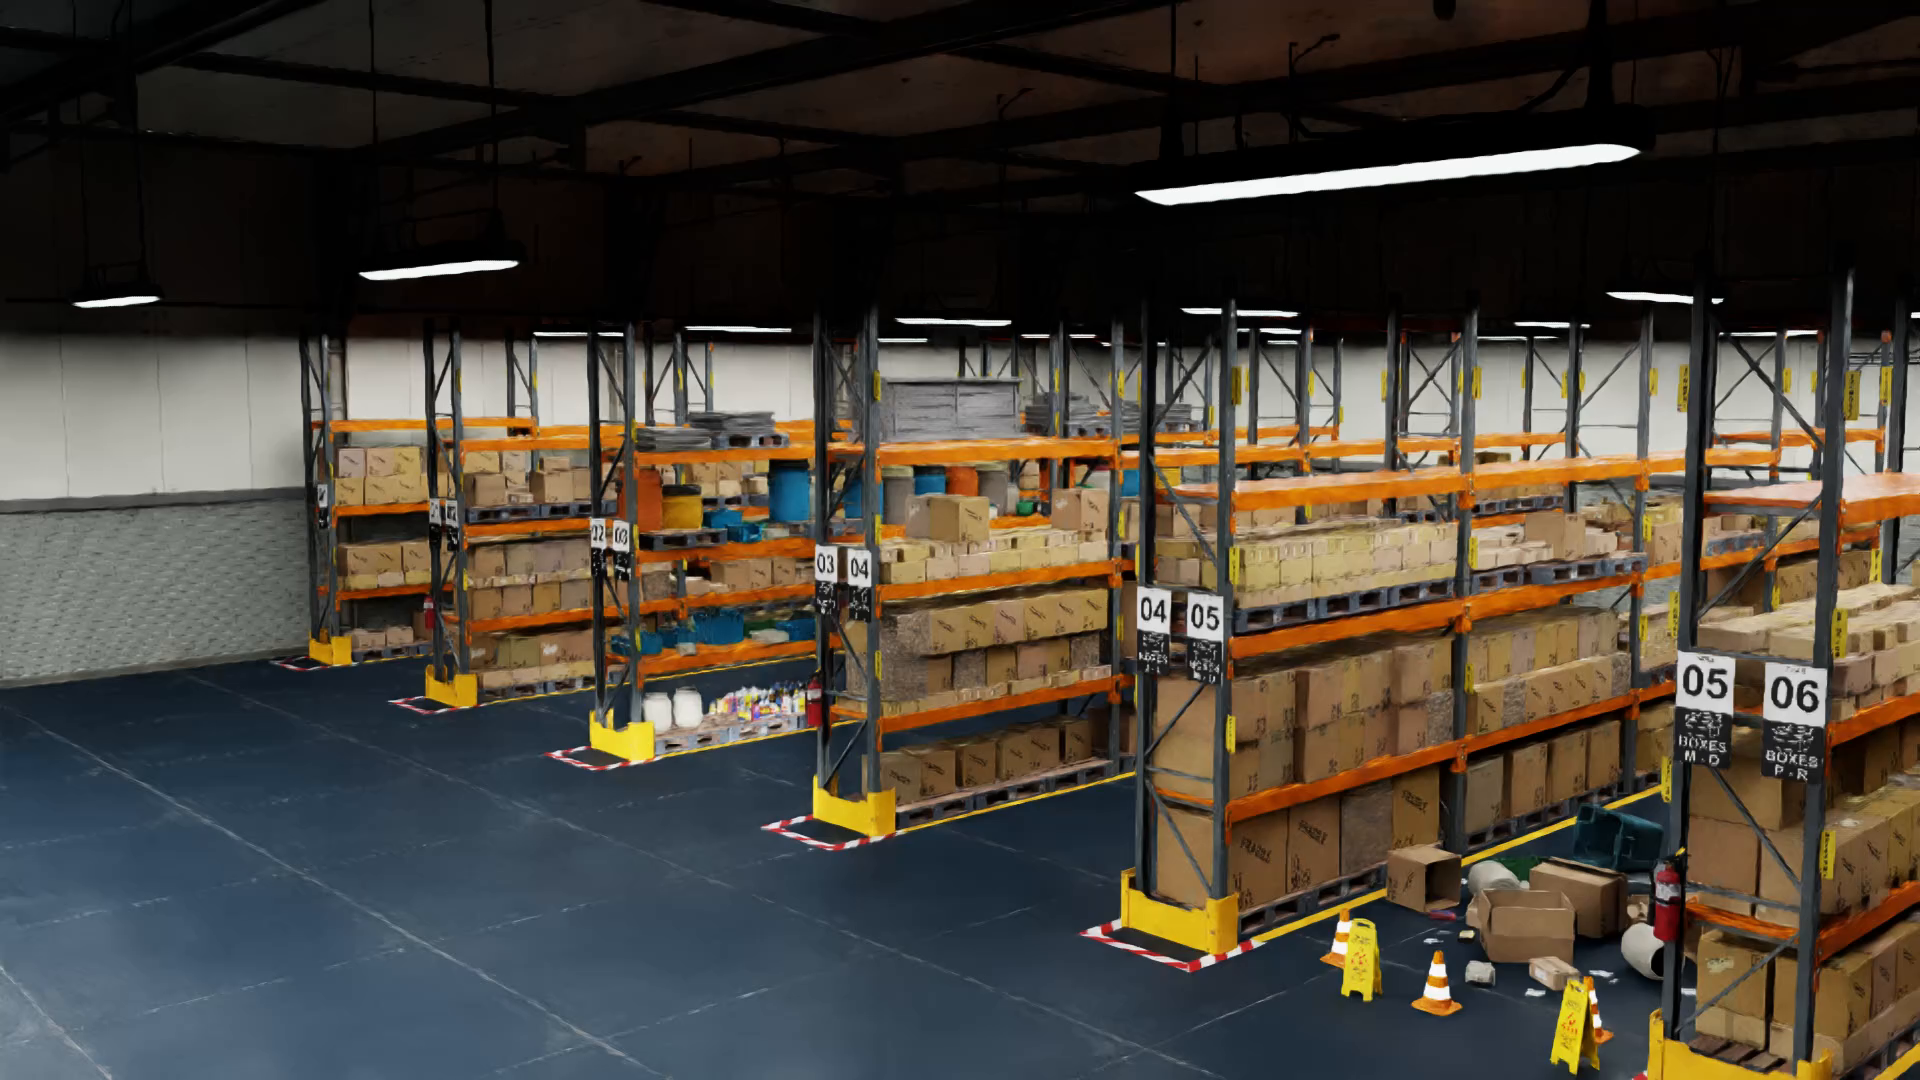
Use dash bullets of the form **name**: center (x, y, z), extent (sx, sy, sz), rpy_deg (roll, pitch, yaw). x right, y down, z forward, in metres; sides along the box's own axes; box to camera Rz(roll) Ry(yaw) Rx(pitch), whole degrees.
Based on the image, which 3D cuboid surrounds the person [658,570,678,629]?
- **person**: center (-5.508, 1.195, 31.426), extent (1.019, 1.593, 0.450), rpy_deg (-6, 8, -44)
